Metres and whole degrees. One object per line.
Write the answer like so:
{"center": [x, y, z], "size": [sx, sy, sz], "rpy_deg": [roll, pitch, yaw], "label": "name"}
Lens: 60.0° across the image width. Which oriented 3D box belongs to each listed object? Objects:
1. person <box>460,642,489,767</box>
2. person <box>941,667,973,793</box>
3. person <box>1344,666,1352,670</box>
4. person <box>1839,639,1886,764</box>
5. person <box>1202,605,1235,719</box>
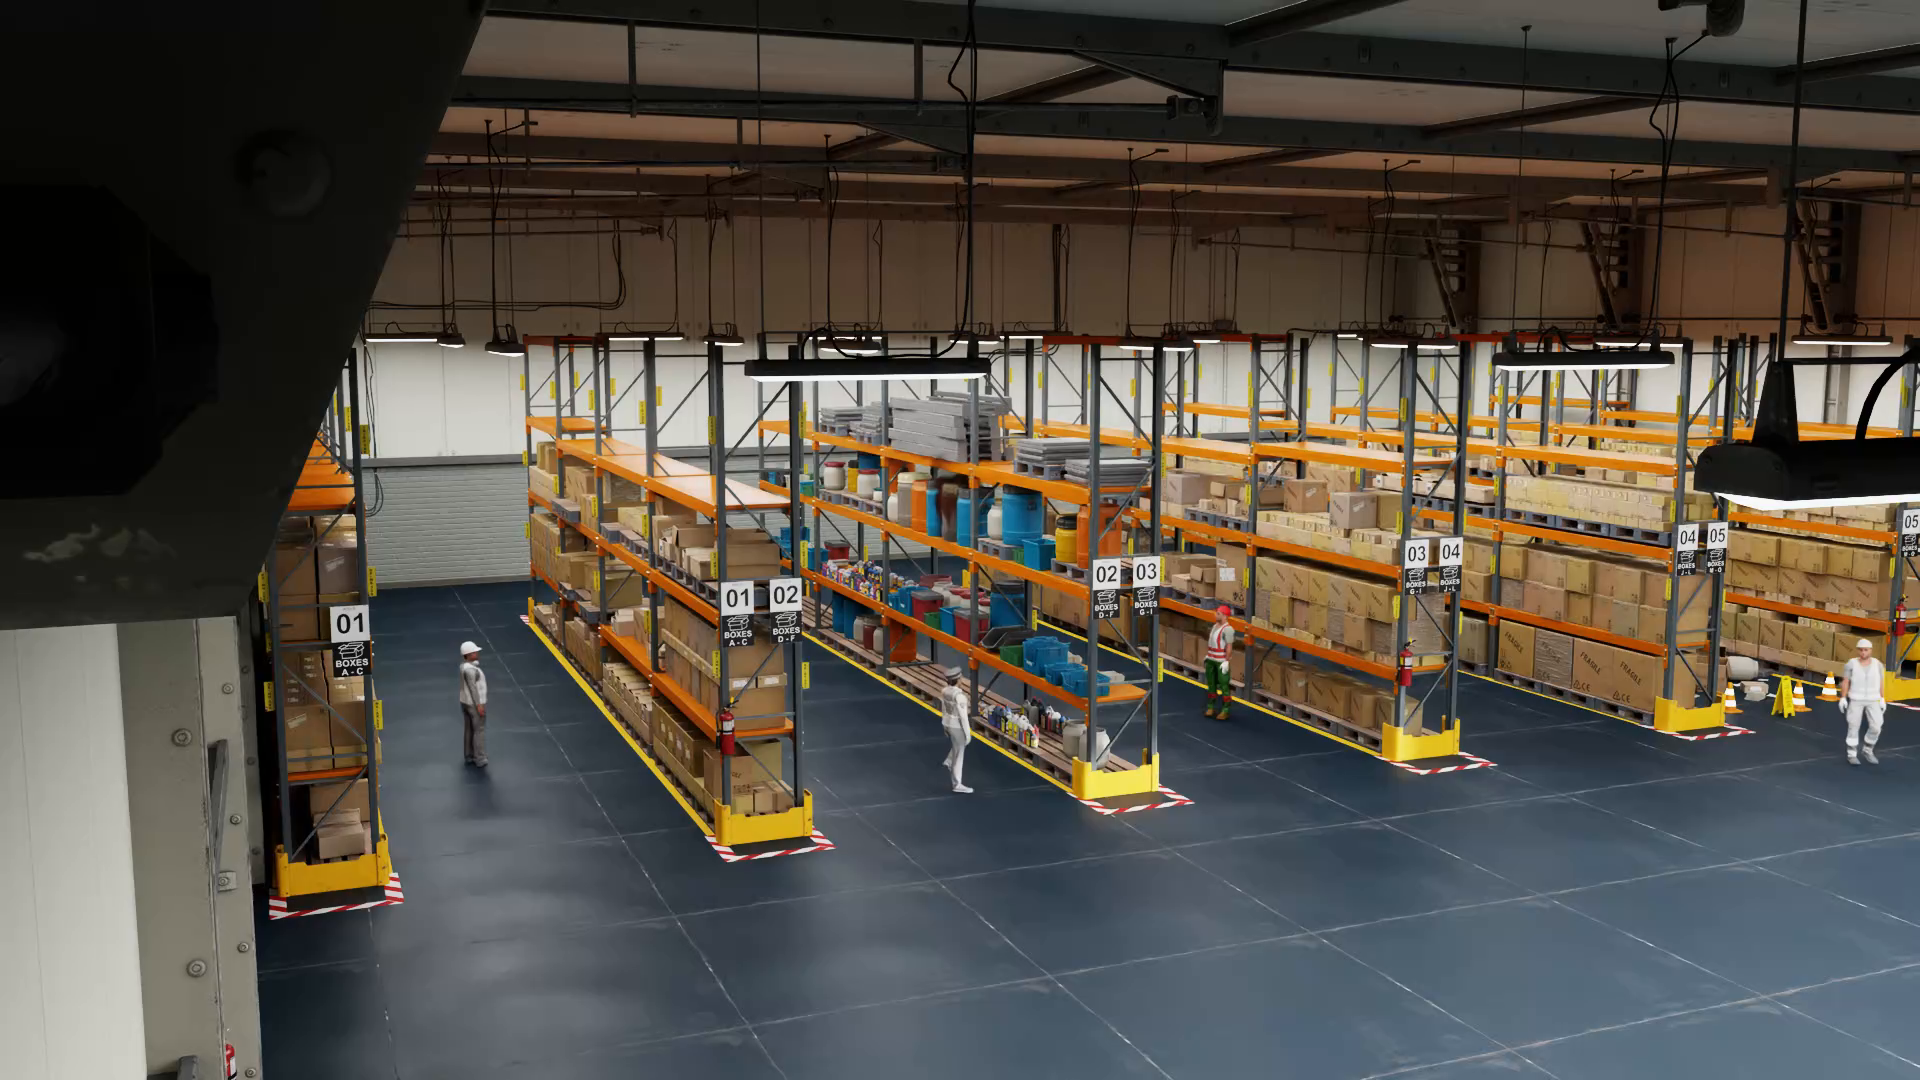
{"center": [-6.896, 2.316, 23.635], "size": [0.422, 1.777, 0.548], "rpy_deg": [-6, 10, -40], "label": "person"}
{"center": [0.008, 2.538, 22.369], "size": [0.488, 1.687, 0.578], "rpy_deg": [-4, 9, -27], "label": "person"}
{"center": [7.026, 1.511, 30.172], "size": [0.515, 1.622, 0.996], "rpy_deg": [4, 9, 28], "label": "person"}
{"center": [12.851, 2.296, 23.668], "size": [0.606, 1.794, 0.391], "rpy_deg": [3, 8, 20], "label": "person"}
{"center": [4.112, 1.925, 26.464], "size": [0.404, 1.790, 0.599], "rpy_deg": [-6, 10, -38], "label": "person"}
